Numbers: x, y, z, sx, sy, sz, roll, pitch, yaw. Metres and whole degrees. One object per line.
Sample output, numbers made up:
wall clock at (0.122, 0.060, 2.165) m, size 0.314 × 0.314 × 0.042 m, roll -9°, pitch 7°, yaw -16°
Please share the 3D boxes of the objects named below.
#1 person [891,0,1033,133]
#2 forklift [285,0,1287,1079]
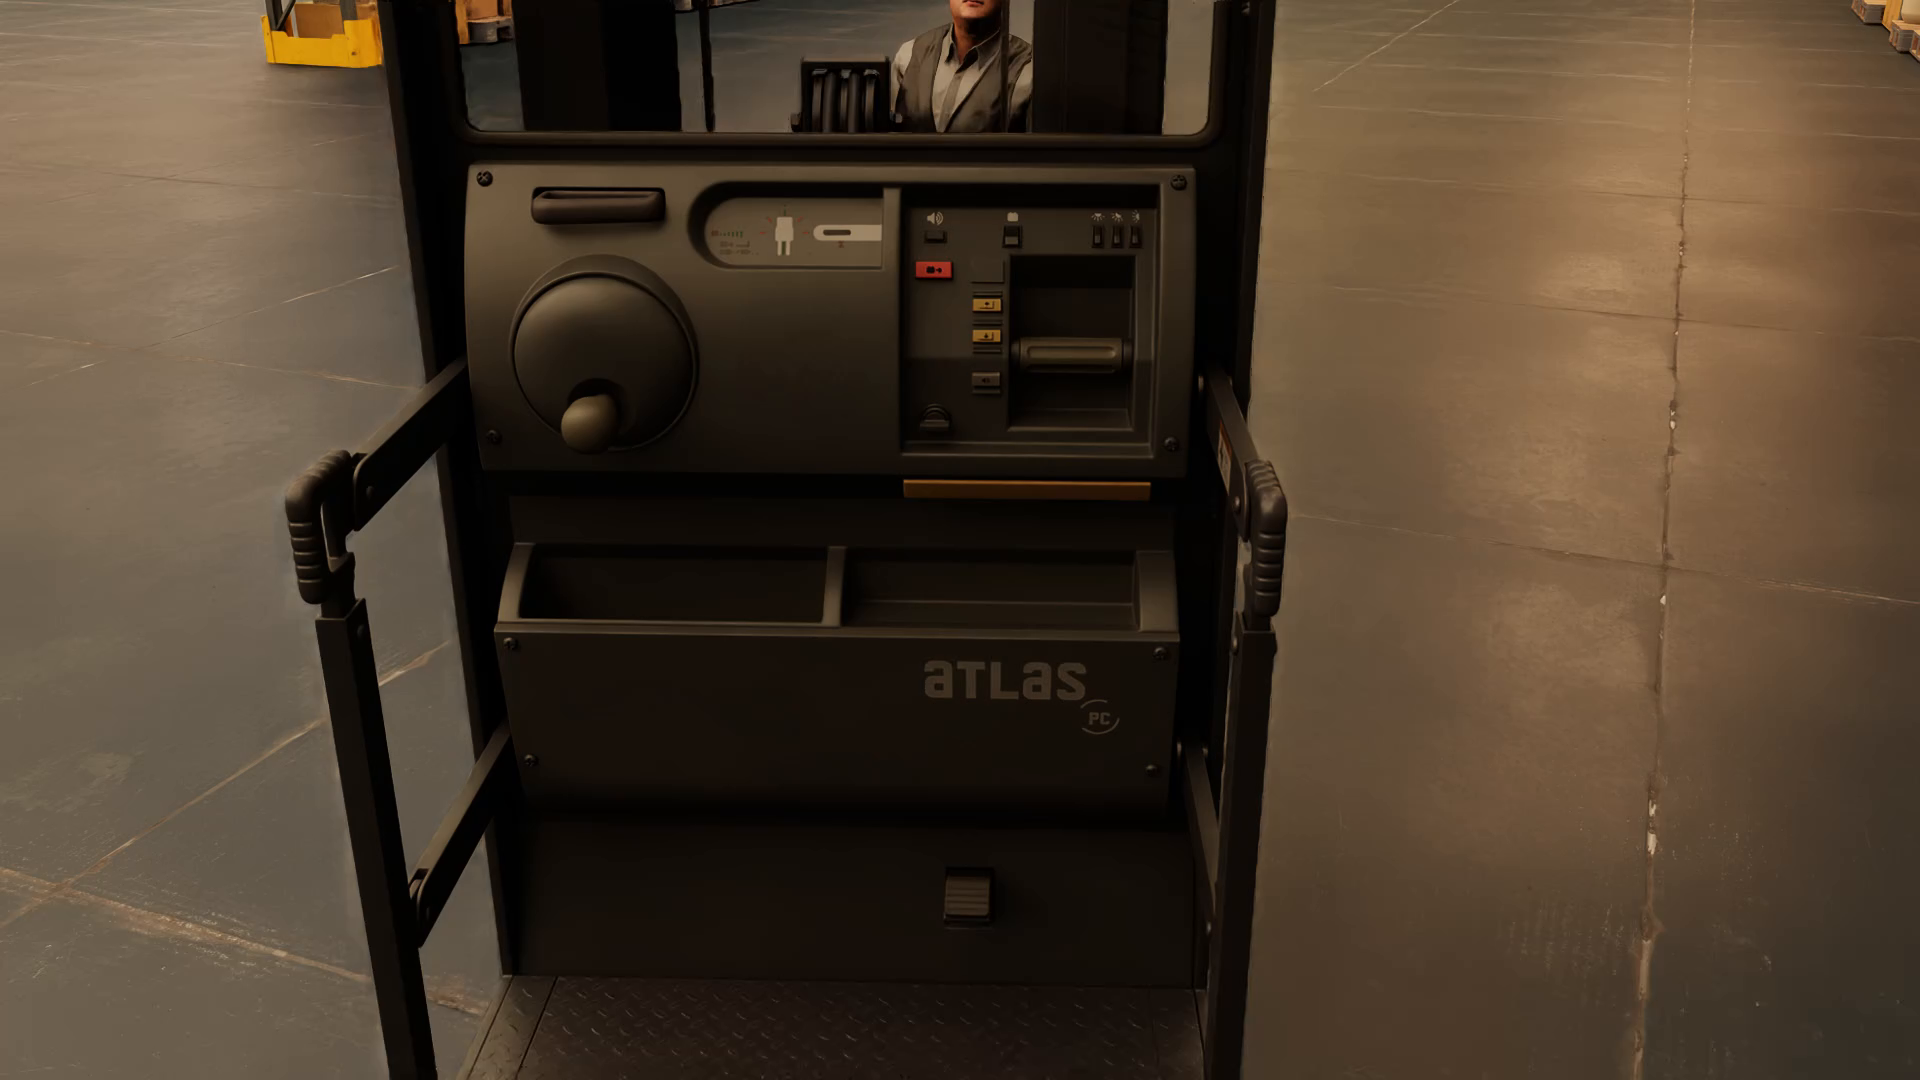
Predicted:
person at (-0.031, -0.780, 4.708) m, size 0.632 × 1.720 × 0.568 m, roll 9°, pitch 24°, yaw 21°
forklift at (-0.171, -0.267, 1.930) m, size 1.130 × 2.935 × 3.031 m, roll 1°, pitch 23°, yaw 2°
